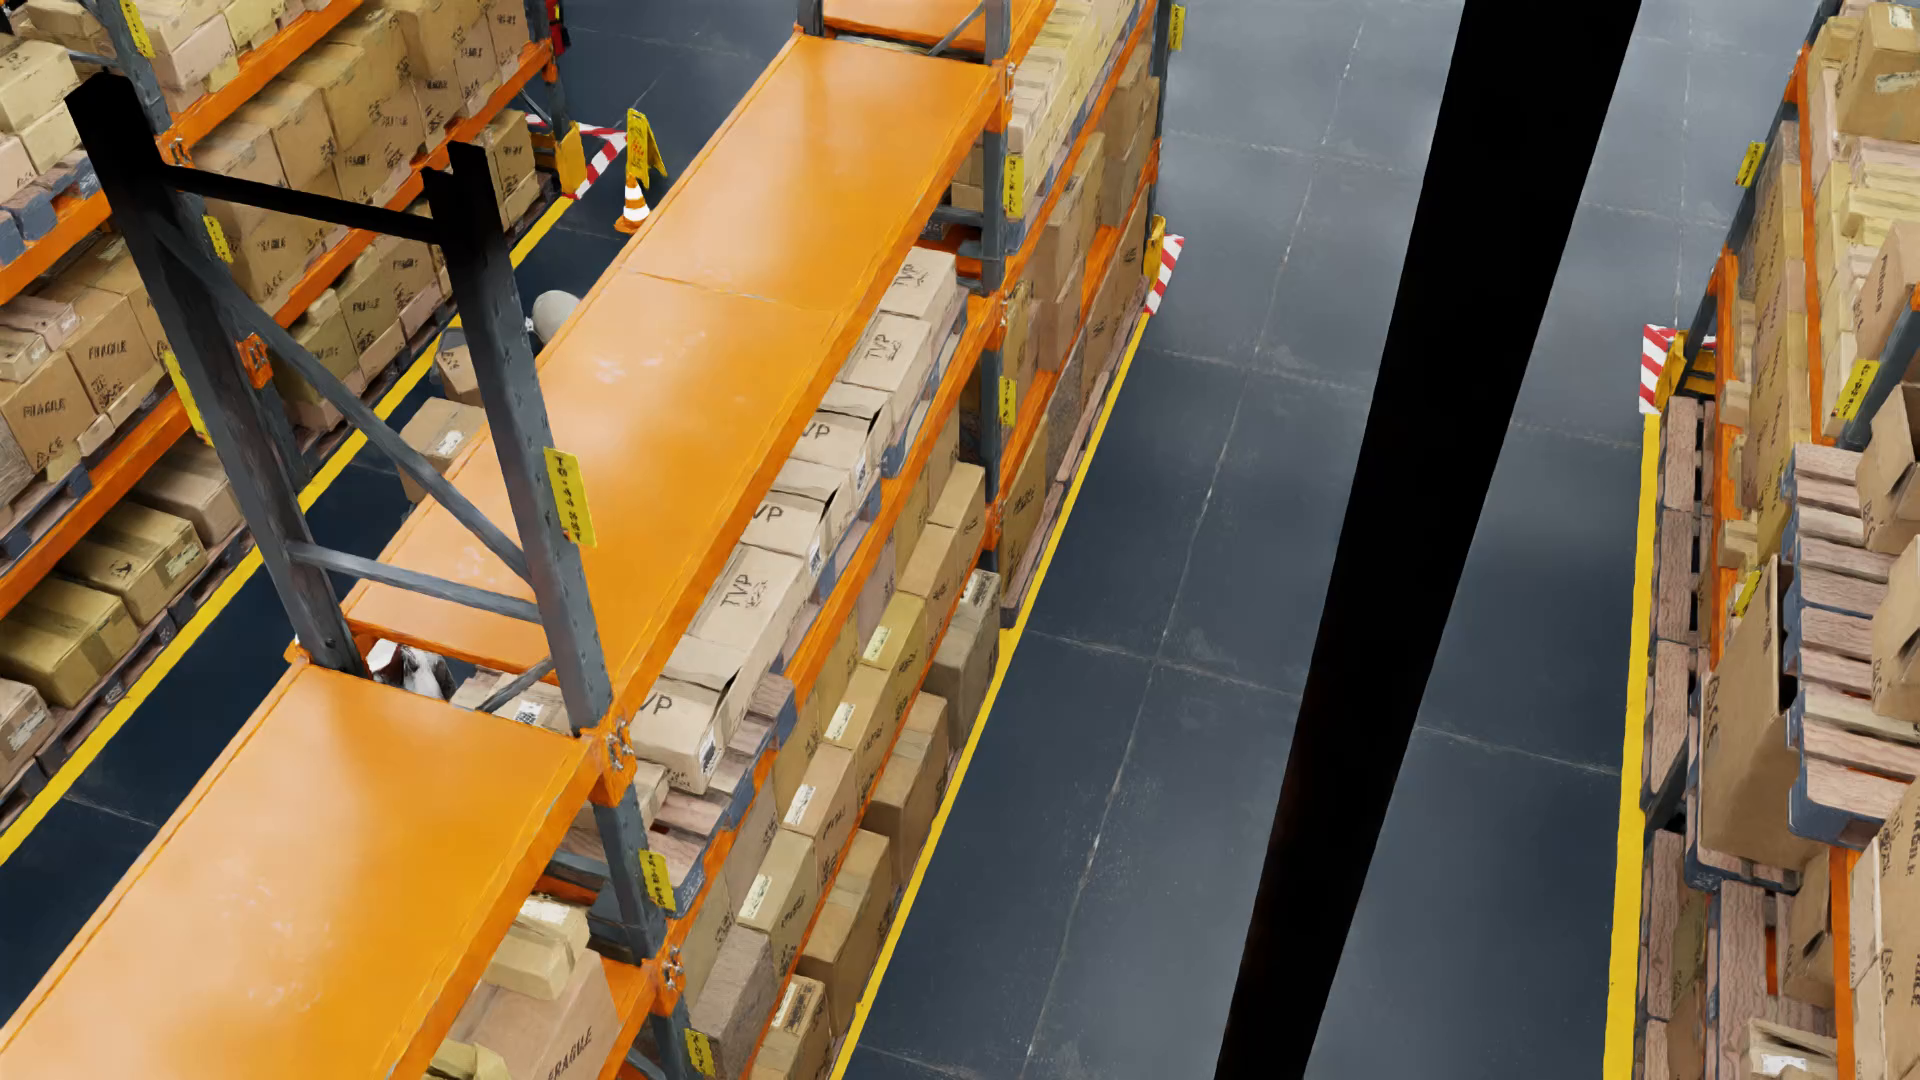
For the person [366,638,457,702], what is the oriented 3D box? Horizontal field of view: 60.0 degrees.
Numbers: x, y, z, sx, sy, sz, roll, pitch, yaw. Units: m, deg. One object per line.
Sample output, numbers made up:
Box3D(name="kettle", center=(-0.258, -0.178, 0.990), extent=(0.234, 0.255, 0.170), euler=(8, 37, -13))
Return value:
Box3D(name="person", center=(-2.865, 1.065, 8.839), extent=(0.578, 1.774, 0.499), euler=(-33, 54, -28))
